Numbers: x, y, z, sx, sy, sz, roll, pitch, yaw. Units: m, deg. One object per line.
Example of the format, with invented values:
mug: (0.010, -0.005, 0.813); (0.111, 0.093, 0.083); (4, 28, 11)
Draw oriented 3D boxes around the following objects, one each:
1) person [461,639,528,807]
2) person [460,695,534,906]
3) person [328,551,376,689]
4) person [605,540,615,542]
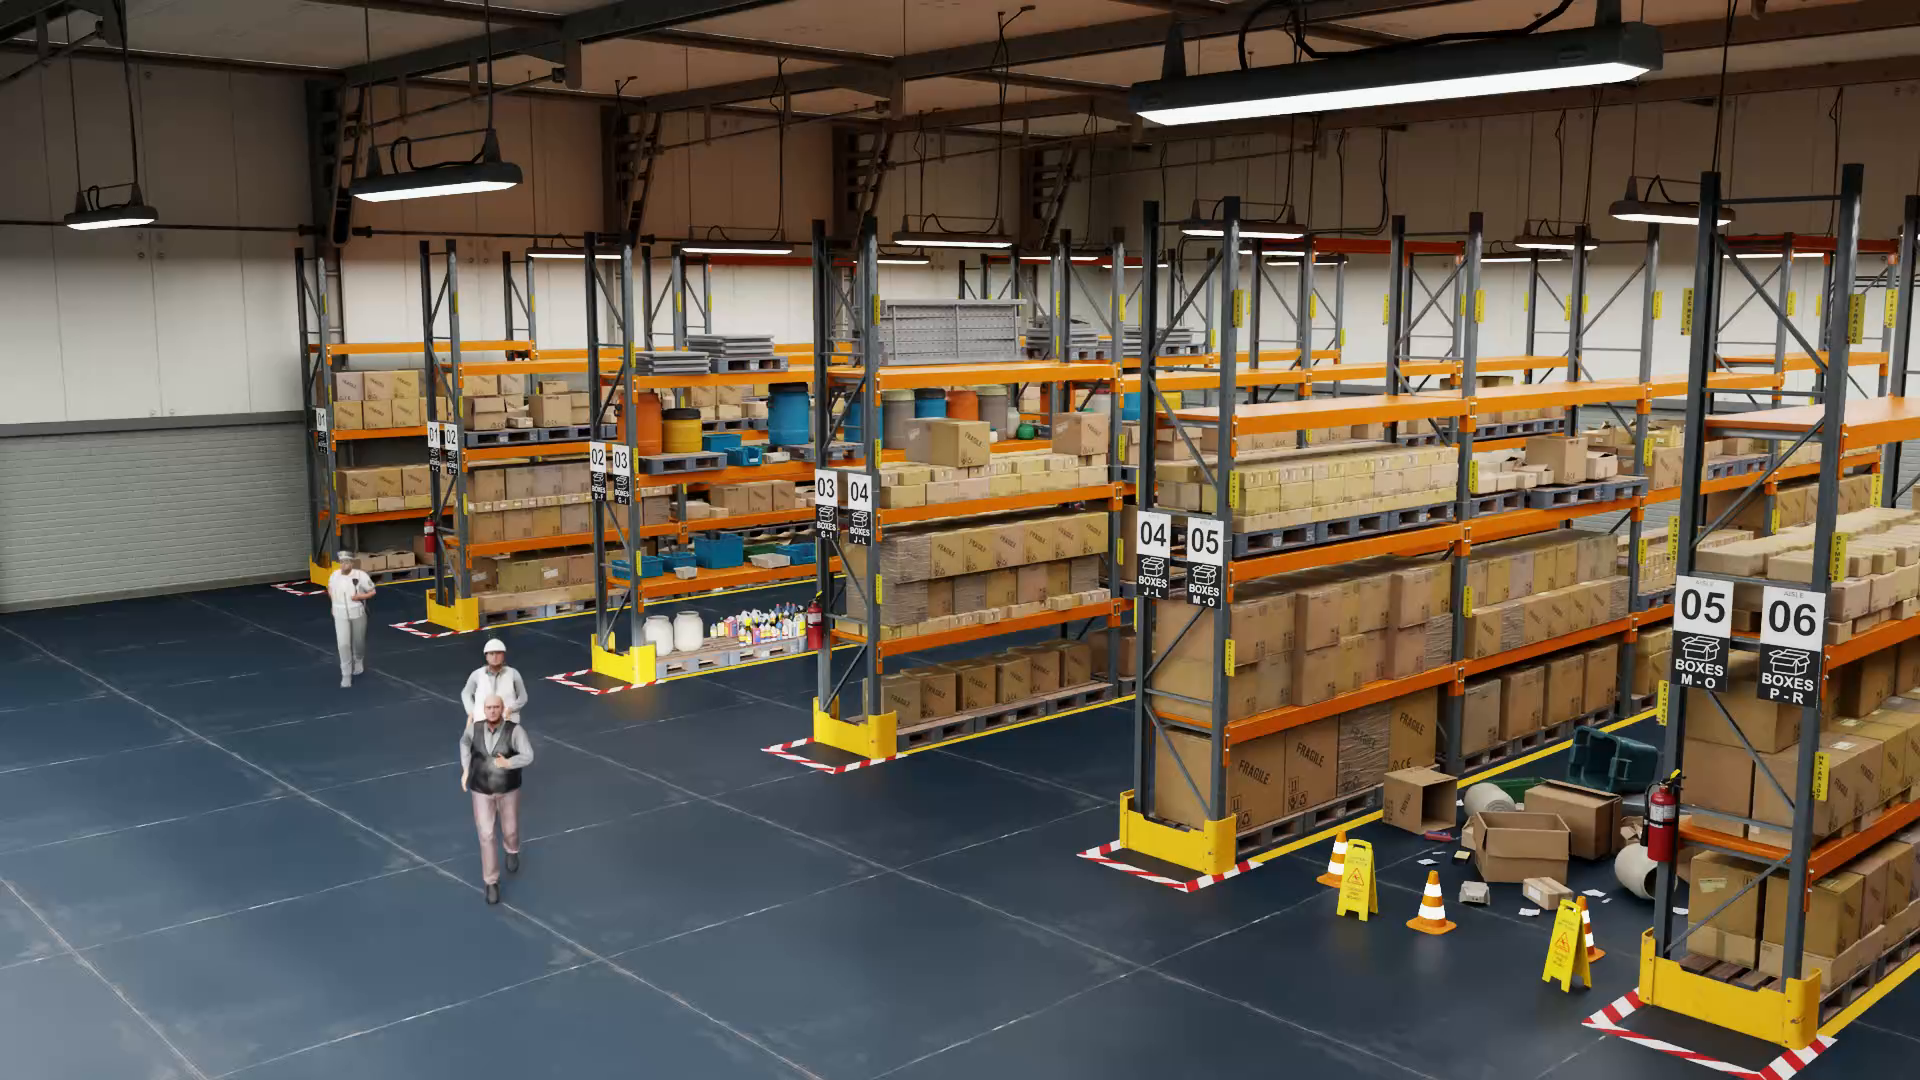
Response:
person: (-4.667, 1.864, 16.731); (0.645, 1.726, 0.575); (-3, 9, -17)
person: (-4.019, 2.220, 14.462); (0.646, 1.648, 0.953); (-2, 9, -10)
person: (-8.163, 1.024, 22.345); (0.641, 1.816, 0.912); (-2, 9, -12)
person: (-6.367, -0.084, 29.858); (0.607, 1.744, 0.679); (-7, 11, -40)
